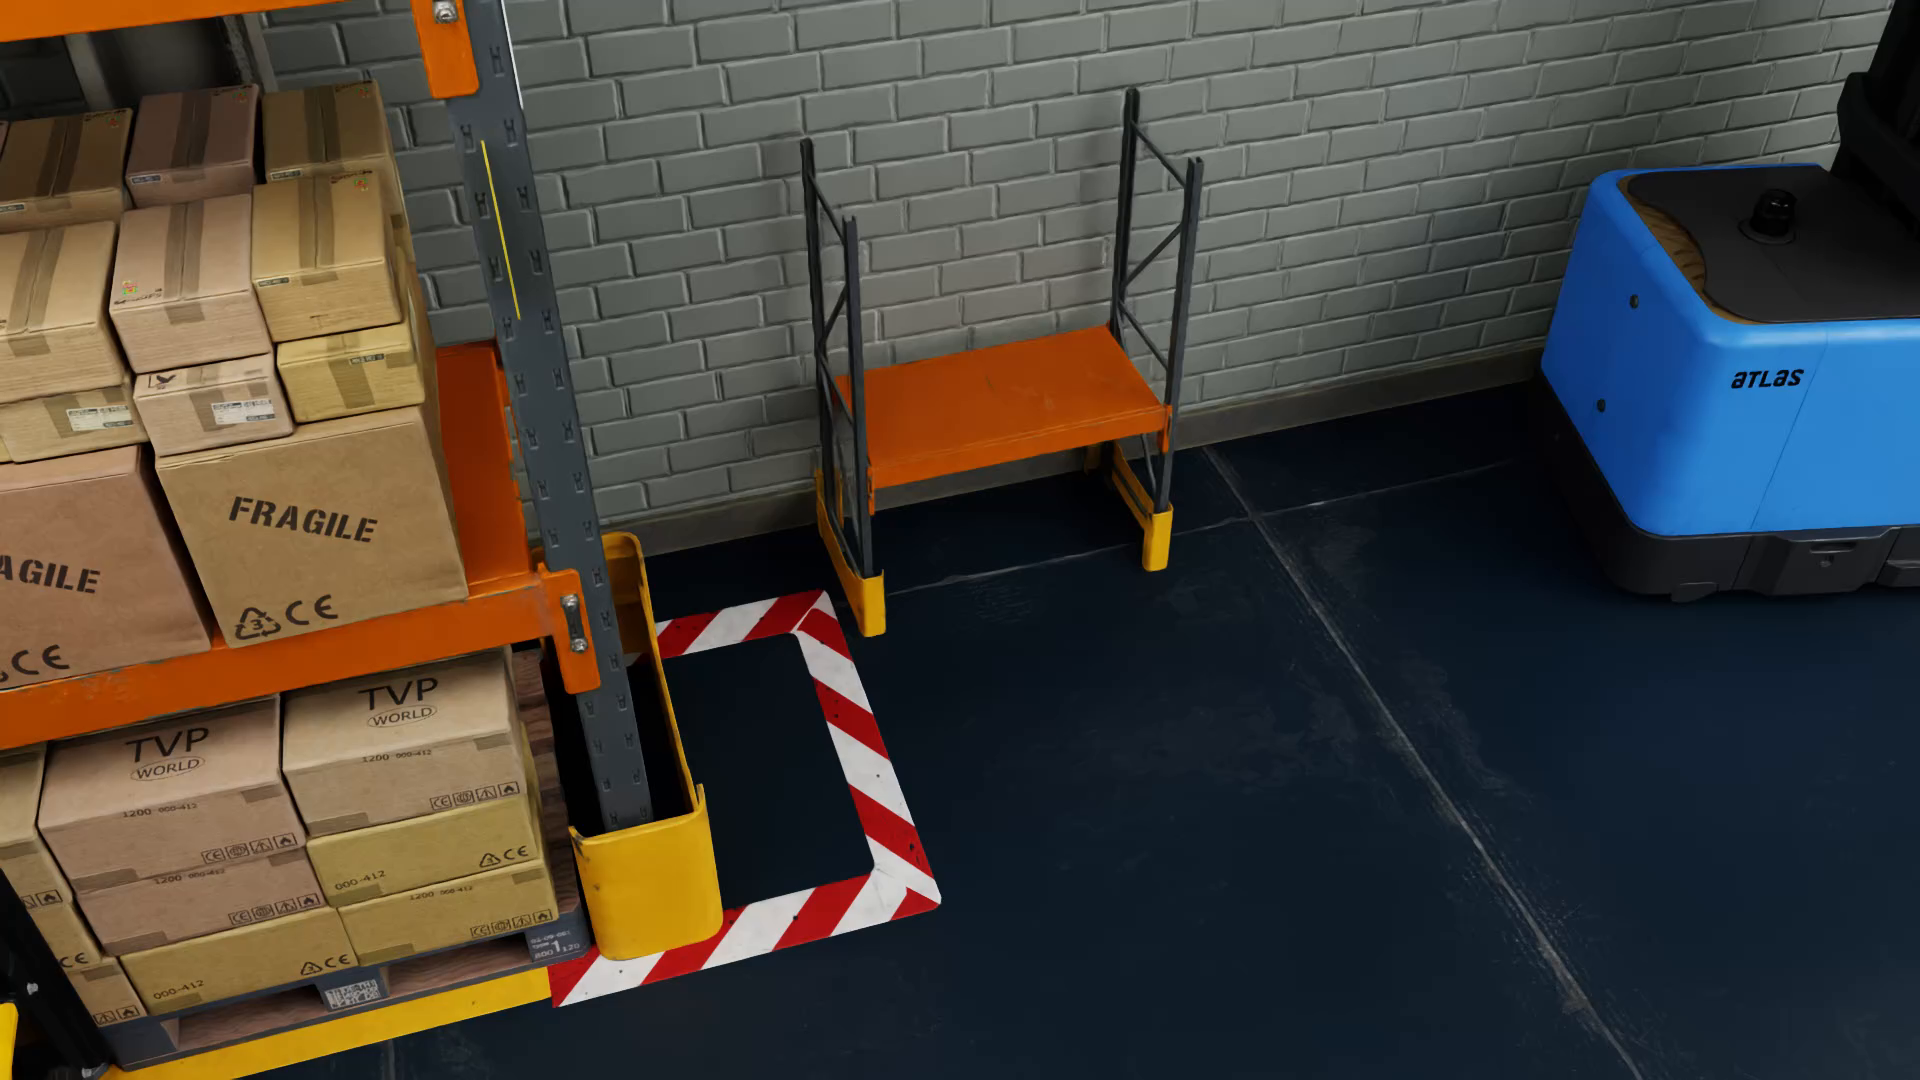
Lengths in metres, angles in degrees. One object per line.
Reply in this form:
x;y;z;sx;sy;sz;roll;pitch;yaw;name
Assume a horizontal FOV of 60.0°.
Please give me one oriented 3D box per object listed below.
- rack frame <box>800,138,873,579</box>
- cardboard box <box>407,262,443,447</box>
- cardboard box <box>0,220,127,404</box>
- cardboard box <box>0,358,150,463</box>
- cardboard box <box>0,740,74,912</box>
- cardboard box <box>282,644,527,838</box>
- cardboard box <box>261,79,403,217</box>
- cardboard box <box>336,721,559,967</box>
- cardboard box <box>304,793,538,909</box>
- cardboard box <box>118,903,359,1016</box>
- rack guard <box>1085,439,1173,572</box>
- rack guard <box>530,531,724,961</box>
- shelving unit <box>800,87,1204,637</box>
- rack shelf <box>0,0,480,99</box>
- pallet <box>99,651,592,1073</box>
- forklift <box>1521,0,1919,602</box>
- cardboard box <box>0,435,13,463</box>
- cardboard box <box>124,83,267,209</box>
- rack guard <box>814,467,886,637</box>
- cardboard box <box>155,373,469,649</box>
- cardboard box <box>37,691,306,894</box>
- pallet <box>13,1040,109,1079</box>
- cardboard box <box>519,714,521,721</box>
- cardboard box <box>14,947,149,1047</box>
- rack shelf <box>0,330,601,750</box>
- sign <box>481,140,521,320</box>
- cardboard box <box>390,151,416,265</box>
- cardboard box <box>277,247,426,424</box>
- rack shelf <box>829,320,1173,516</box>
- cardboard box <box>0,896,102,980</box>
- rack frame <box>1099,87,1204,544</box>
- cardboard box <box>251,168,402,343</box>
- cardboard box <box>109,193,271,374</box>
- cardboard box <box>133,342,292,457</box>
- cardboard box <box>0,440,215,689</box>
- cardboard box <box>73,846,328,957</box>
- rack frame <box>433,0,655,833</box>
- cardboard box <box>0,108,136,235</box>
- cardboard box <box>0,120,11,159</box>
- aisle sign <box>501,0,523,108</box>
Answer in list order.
-0.368;-0.437;5.110;0.032;1.500;0.500;-12;43;-14;rack frame
-1.550;-0.499;3.966;0.500;0.500;0.500;-10;42;-12;cardboard box
-1.739;-0.439;3.178;0.250;0.149;0.380;-11;42;-12;cardboard box
-1.741;-0.341;3.291;0.250;0.149;0.380;-11;42;-12;cardboard box
-2.303;0.613;3.779;0.500;0.250;0.500;-11;42;-13;cardboard box
-1.339;0.402;4.020;0.500;0.250;0.500;-10;42;-12;cardboard box
-1.378;-0.847;3.644;0.250;0.149;0.380;-12;43;-14;cardboard box
-1.347;0.783;4.344;0.500;0.250;0.500;-11;42;-13;cardboard box
-1.364;0.596;4.178;0.500;0.250;0.500;-12;43;-14;cardboard box
-1.824;0.876;4.239;0.500;0.250;0.500;-12;42;-13;cardboard box
0.578;-0.174;5.759;0.087;0.250;0.587;-12;43;-14;rack guard
-0.971;0.551;4.739;0.348;0.500;1.175;-12;42;-13;rack guard
0.105;-0.542;5.229;1.083;1.500;0.587;-12;43;-14;shelving unit
-2.901;-0.849;2.708;4.000;0.370;1.077;-12;42;-13;rack shelf
-1.711;0.842;4.625;1.213;0.211;1.003;-12;42;-13;pallet
3.620;-1.286;4.994;3.031;2.935;1.130;-3;41;-3;forklift
-1.981;-0.299;3.243;0.250;0.149;0.380;-12;43;-13;cardboard box
-1.651;-0.834;3.629;0.250;0.149;0.380;-10;42;-12;cardboard box
-0.367;0.033;5.521;0.087;0.250;0.587;-12;43;-14;rack guard
-1.384;-0.161;3.578;0.500;0.500;0.500;-13;43;-14;cardboard box
-1.824;0.507;3.901;0.500;0.250;0.500;-11;42;-12;cardboard box
-2.872;1.081;4.352;1.213;0.211;1.003;-12;42;-13;pallet
-1.521;0.466;4.707;0.500;0.250;0.500;-12;42;-13;cardboard box
-2.304;0.969;4.132;0.500;0.250;0.500;-11;42;-13;cardboard box
-2.901;0.281;3.695;4.000;0.370;1.077;-12;42;-13;rack shelf
-0.844;-0.567;3.059;0.005;0.325;0.100;-12;42;-13;sign
-1.395;-0.763;3.774;0.250;0.149;0.380;-13;43;-14;cardboard box
-1.240;-0.423;3.385;0.250;0.149;0.380;-11;42;-12;cardboard box
0.114;-0.408;5.350;1.000;0.185;0.538;-12;43;-14;rack shelf
-2.332;0.804;3.941;0.500;0.250;0.500;-13;43;-14;cardboard box
0.596;-0.649;5.353;0.032;1.500;0.500;-12;43;-14;rack frame
-1.272;-0.576;3.335;0.250;0.149;0.380;-12;42;-13;cardboard box
-1.498;-0.508;3.256;0.250;0.149;0.380;-12;42;-13;cardboard box
-1.475;-0.354;3.306;0.250;0.149;0.380;-11;42;-12;cardboard box
-1.882;-0.064;3.468;0.500;0.500;0.500;-10;42;-12;cardboard box
-1.846;0.689;4.073;0.500;0.250;0.500;-12;43;-13;cardboard box
-0.994;-0.385;3.911;0.127;3.000;1.000;-12;42;-13;rack frame
-1.885;-0.755;3.540;0.250;0.149;0.380;-11;42;-12;cardboard box
-2.126;-0.716;3.494;0.250;0.149;0.380;-11;42;-13;cardboard box
-0.843;-1.193;2.860;0.004;0.787;0.394;-12;42;-13;aisle sign
